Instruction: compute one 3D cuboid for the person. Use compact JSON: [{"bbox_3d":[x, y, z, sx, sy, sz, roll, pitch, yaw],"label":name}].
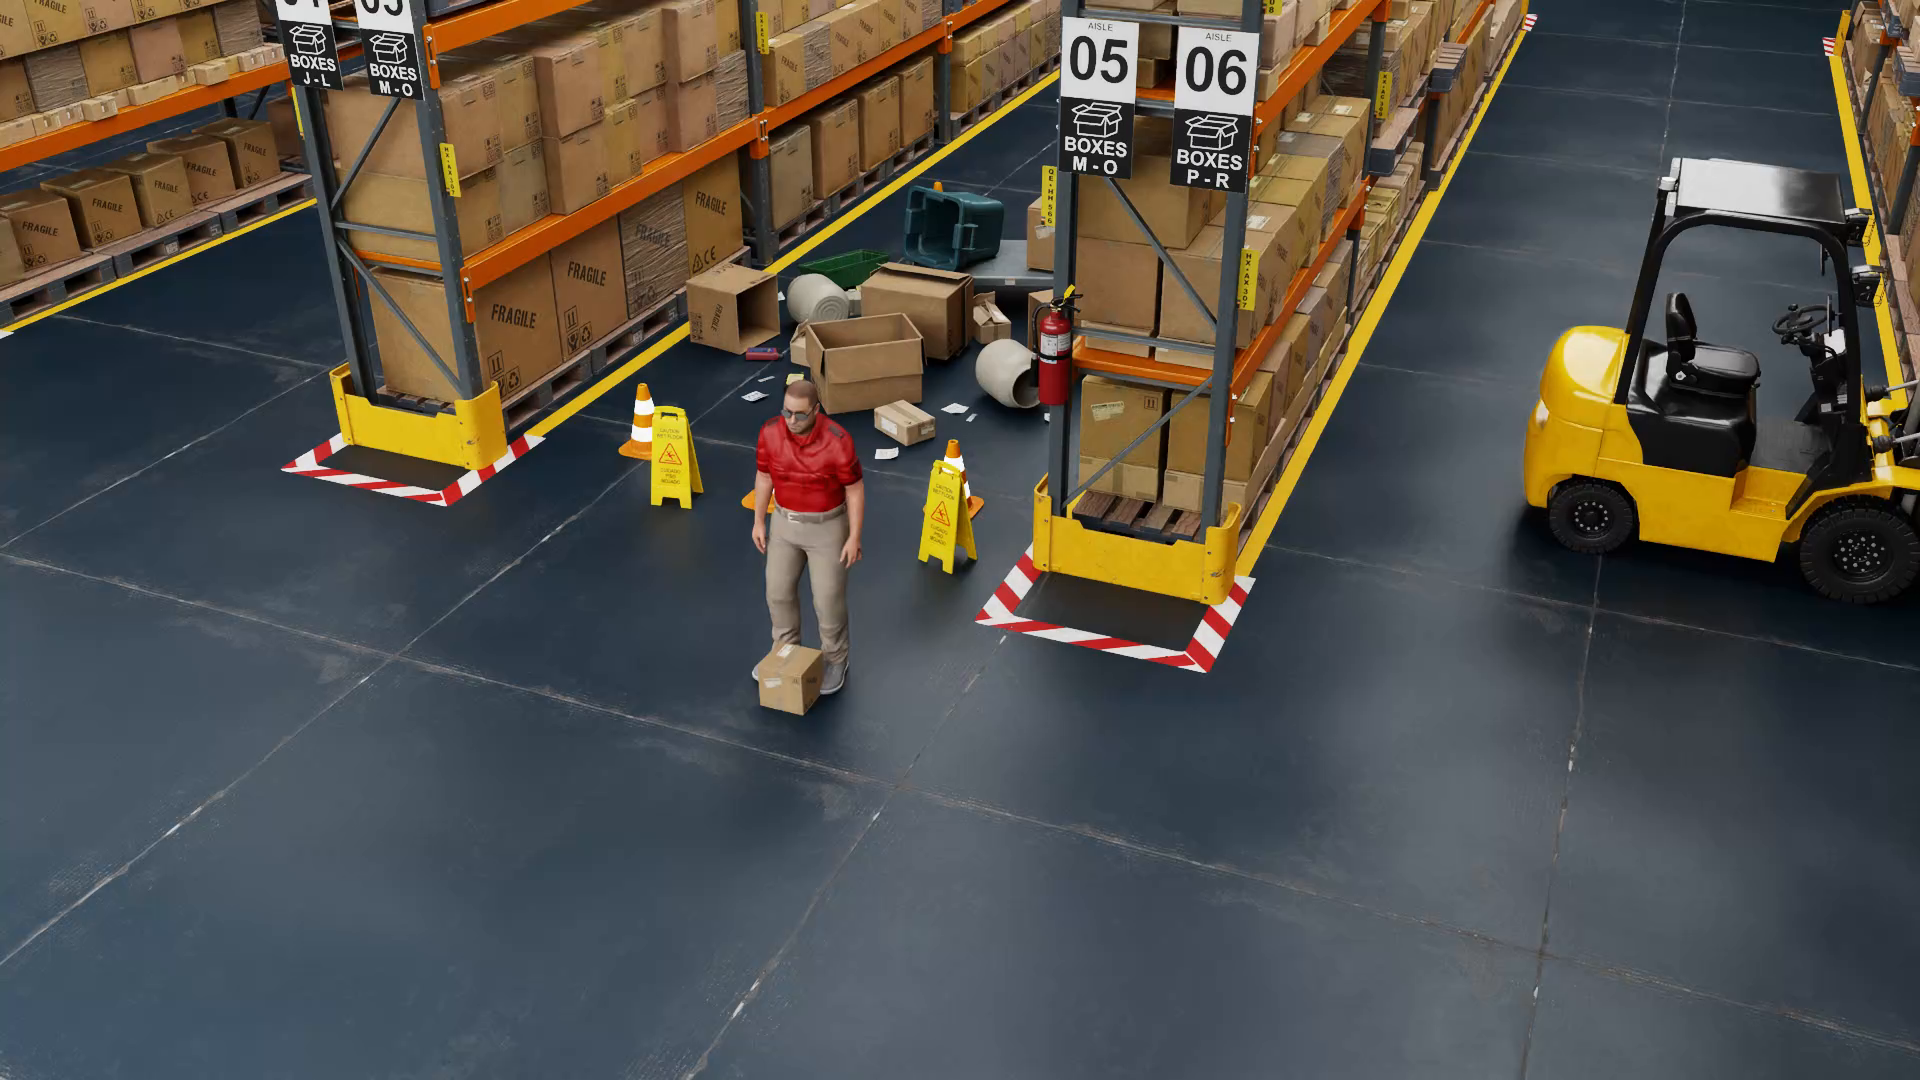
[{"bbox_3d":[-0.780,-0.042,8.487,0.606,1.727,0.391,9,31,16],"label":"person"}]
